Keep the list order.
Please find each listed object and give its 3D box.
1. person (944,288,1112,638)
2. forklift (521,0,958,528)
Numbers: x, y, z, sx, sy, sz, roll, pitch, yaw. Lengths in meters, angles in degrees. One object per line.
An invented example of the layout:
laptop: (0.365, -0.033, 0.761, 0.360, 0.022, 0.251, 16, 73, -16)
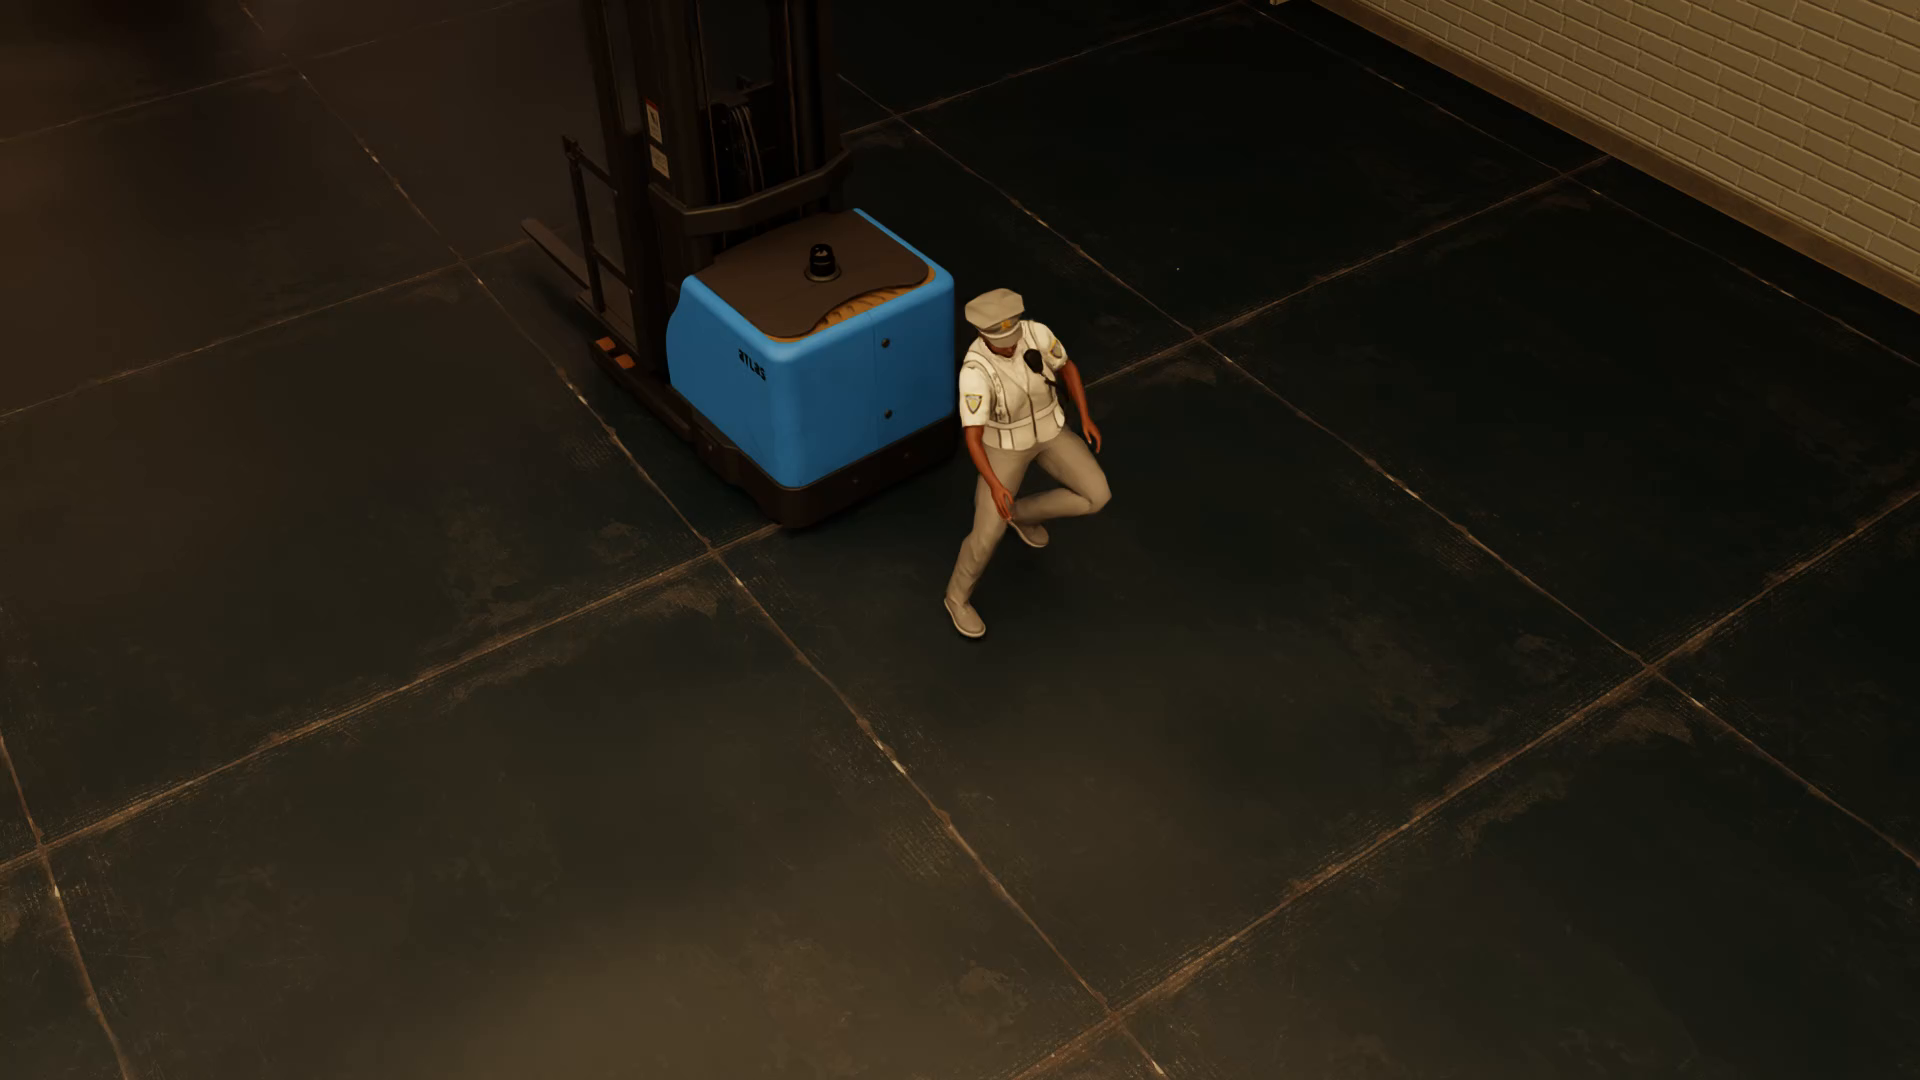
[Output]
person: (0.265, -0.339, 7.144, 0.763, 1.483, 0.723, -19, 46, -19)
forklift: (-1.317, -2.076, 7.968, 1.130, 2.935, 3.031, -28, 50, -27)
